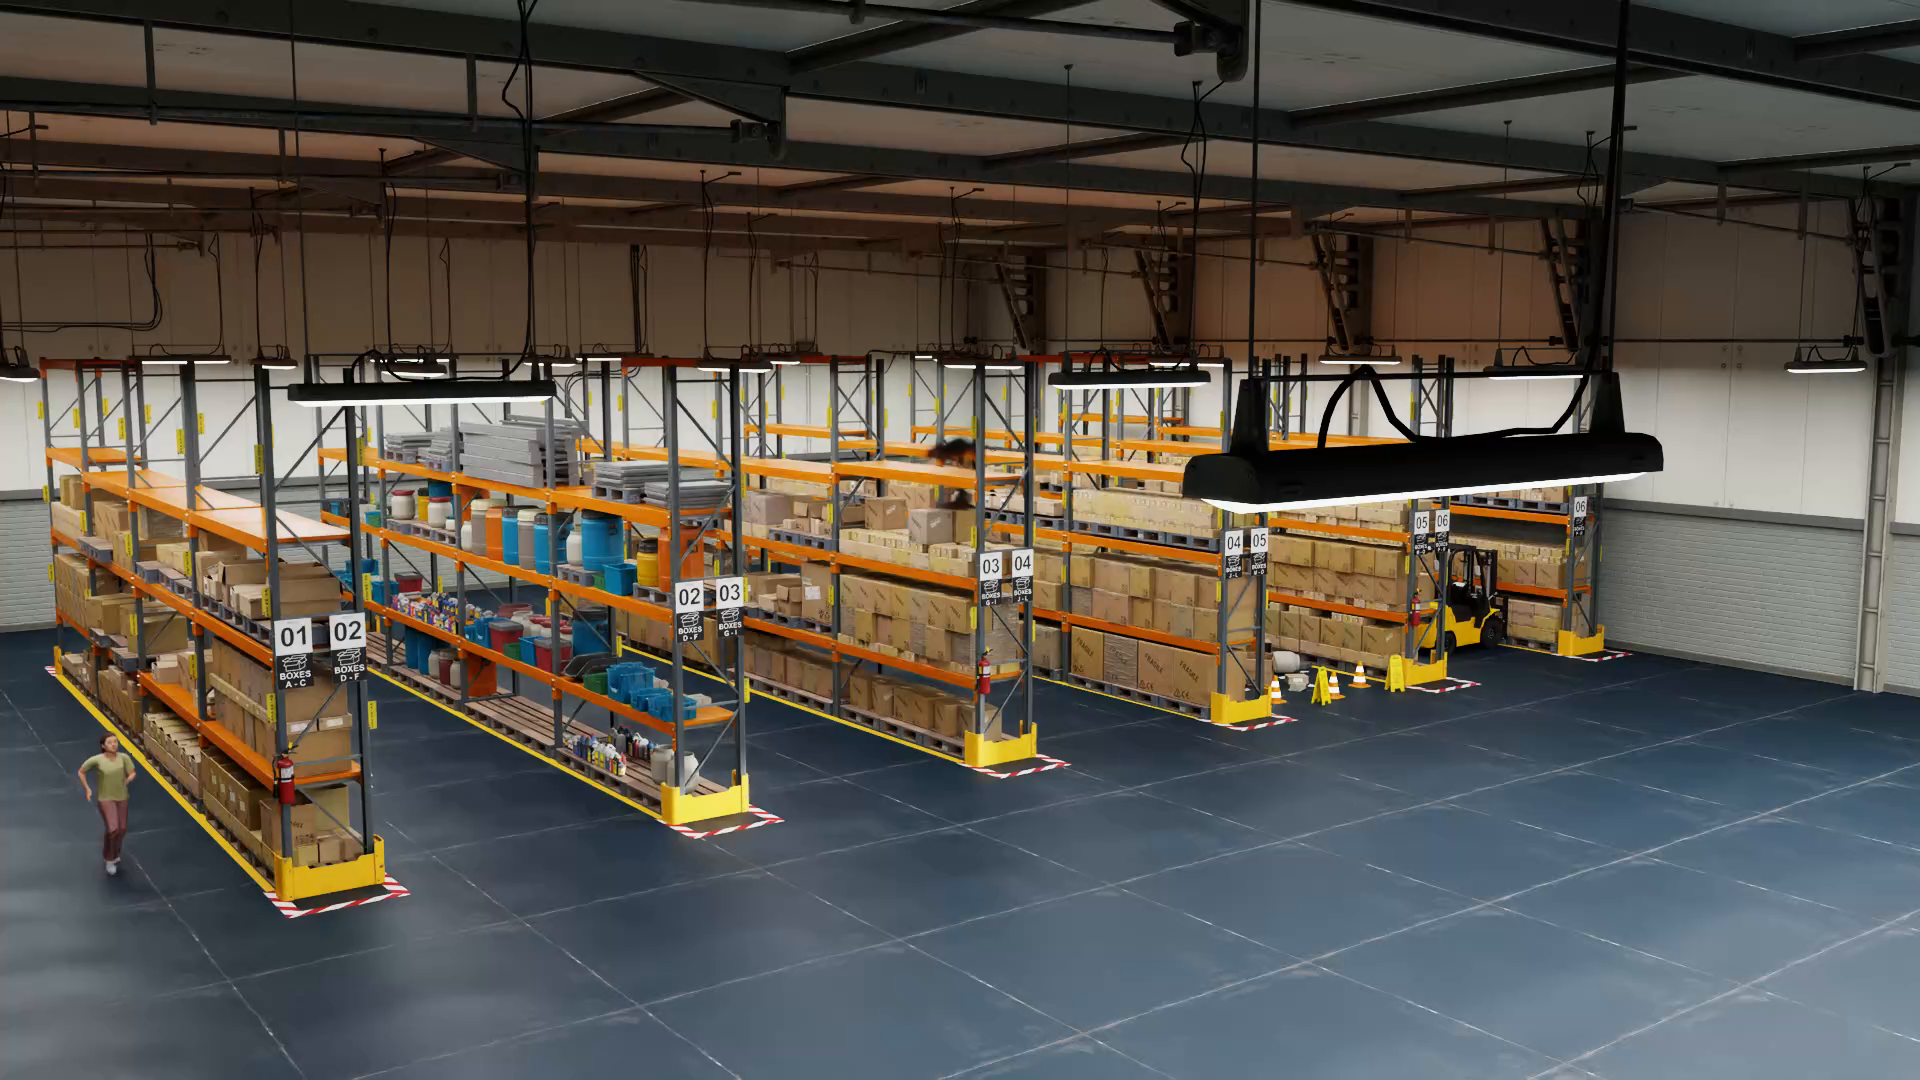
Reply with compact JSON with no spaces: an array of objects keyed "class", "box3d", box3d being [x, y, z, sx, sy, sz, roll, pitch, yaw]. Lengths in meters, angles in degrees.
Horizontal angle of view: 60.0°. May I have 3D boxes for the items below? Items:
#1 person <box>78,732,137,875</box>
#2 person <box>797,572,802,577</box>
[{"class":"person","box3d":[-10.120,3.127,19.846,0.687,1.689,0.572,6,9,43]},{"class":"person","box3d":[-3.324,1.266,35.688,0.674,1.558,1.056,-4,8,-27]}]
